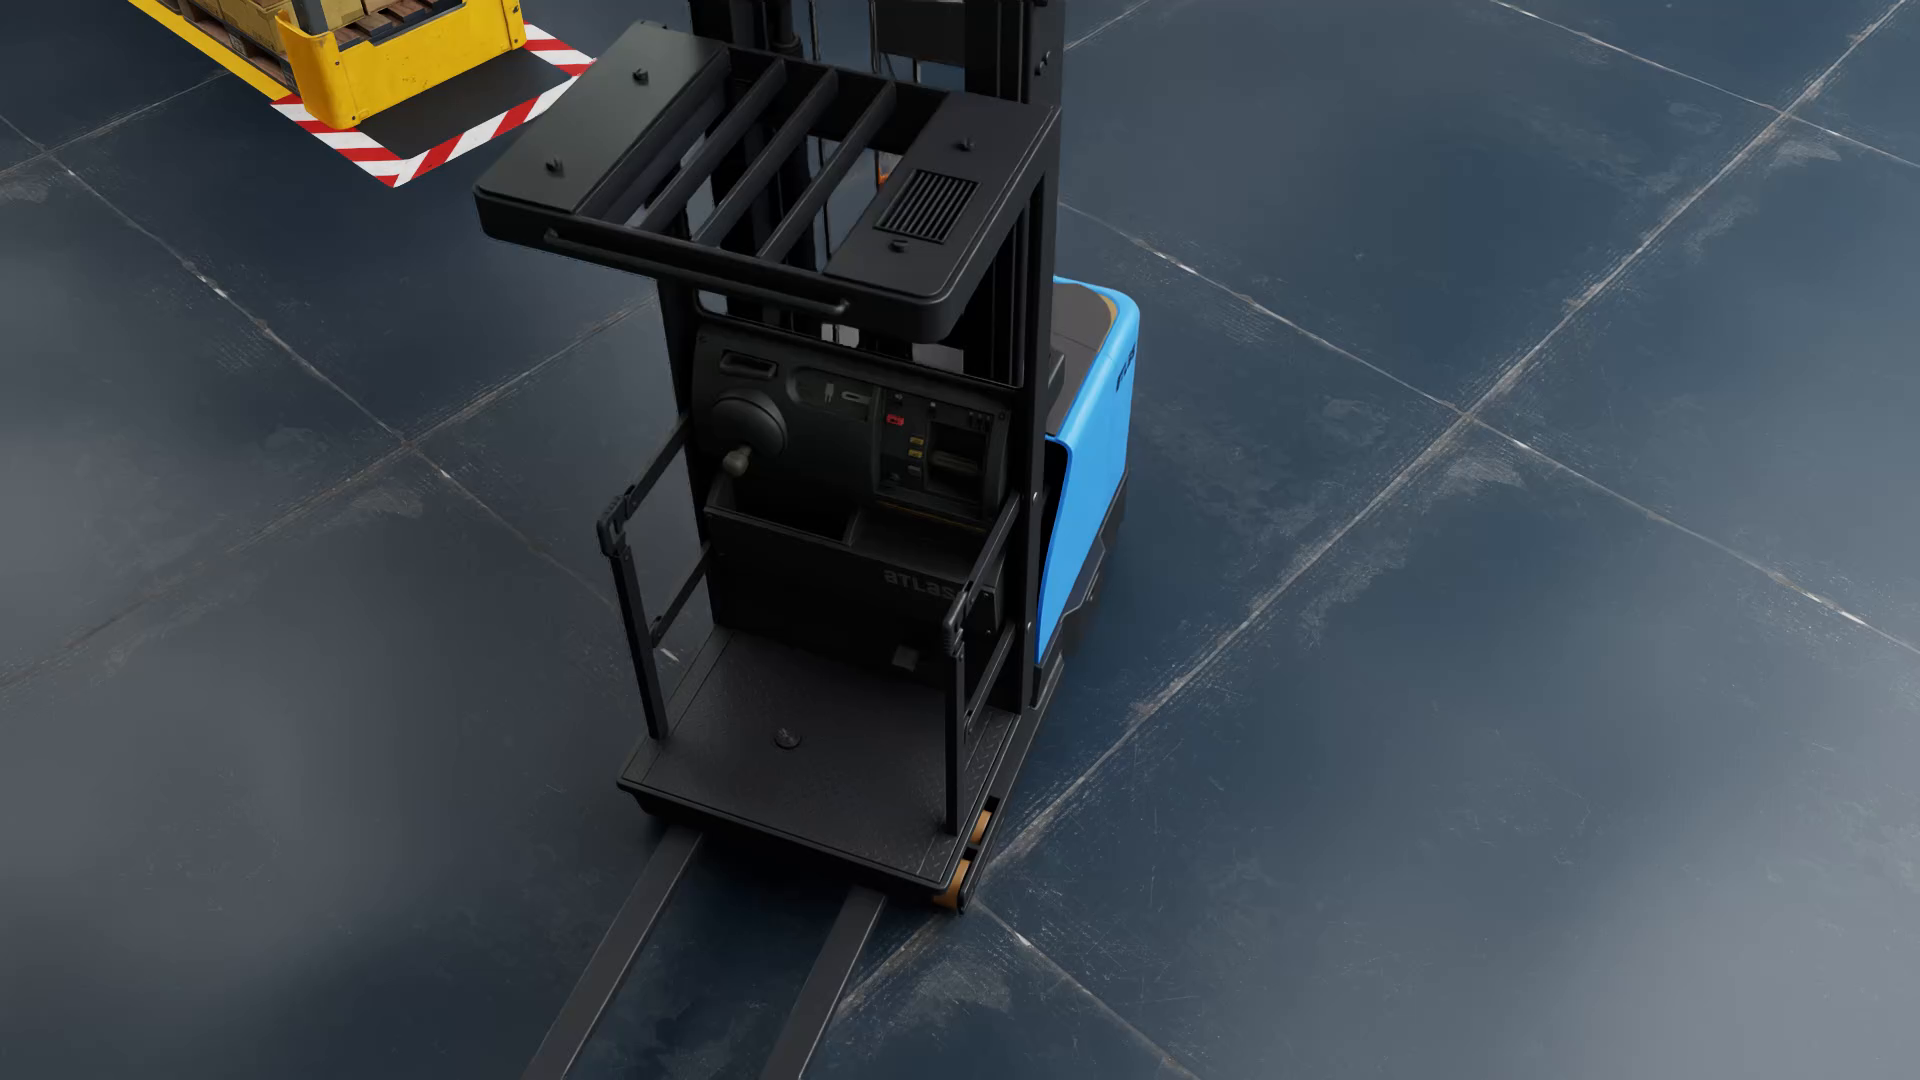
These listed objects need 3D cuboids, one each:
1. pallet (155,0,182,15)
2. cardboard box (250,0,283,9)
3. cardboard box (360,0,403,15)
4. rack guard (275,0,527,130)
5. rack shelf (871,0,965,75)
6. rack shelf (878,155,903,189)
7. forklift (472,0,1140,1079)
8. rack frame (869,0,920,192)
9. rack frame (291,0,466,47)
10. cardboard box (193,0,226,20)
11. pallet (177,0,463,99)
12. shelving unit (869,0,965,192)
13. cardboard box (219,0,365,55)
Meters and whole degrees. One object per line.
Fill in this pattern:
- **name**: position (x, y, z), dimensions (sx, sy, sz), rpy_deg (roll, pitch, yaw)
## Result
- **pallet**: position (-4.262, -3.426, 9.322), dimensions (1.213, 0.211, 1.003), rpy_deg (34, 55, 28)
- **cardboard box**: position (-3.375, -2.987, 8.080), dimensions (0.500, 0.500, 0.500), rpy_deg (34, 55, 28)
- **cardboard box**: position (-3.023, -3.009, 8.615), dimensions (0.500, 0.250, 0.500), rpy_deg (34, 55, 28)
- **rack guard**: position (-2.762, -2.554, 8.305), dimensions (0.348, 0.500, 1.175), rpy_deg (34, 55, 28)
- **rack shelf**: position (0.017, -1.650, 5.418), dimensions (0.480, 0.518, 0.431), rpy_deg (15, 49, 13)
- **rack shelf**: position (0.017, -1.171, 5.928), dimensions (0.480, 0.518, 0.431), rpy_deg (15, 49, 13)
- **forklift**: position (-0.383, -0.208, 4.435), dimensions (1.130, 2.935, 3.031), rpy_deg (16, 49, 14)
- **rack frame**: position (-0.213, -1.241, 5.975), dimensions (0.015, 2.100, 0.400), rpy_deg (15, 49, 13)
- **rack frame**: position (-2.779, -3.422, 7.405), dimensions (0.127, 3.000, 1.000), rpy_deg (34, 55, 28)
- **cardboard box**: position (-3.750, -2.972, 8.581), dimensions (0.500, 0.250, 0.500), rpy_deg (34, 55, 28)
- **pallet**: position (-3.370, -2.823, 8.756), dimensions (1.213, 0.211, 1.003), rpy_deg (34, 55, 28)
- **shelving unit**: position (0.017, -1.181, 5.918), dimensions (0.503, 2.100, 0.431), rpy_deg (15, 49, 13)
- **cardboard box**: position (-3.374, -2.731, 8.355), dimensions (0.500, 0.250, 0.500), rpy_deg (34, 55, 28)
